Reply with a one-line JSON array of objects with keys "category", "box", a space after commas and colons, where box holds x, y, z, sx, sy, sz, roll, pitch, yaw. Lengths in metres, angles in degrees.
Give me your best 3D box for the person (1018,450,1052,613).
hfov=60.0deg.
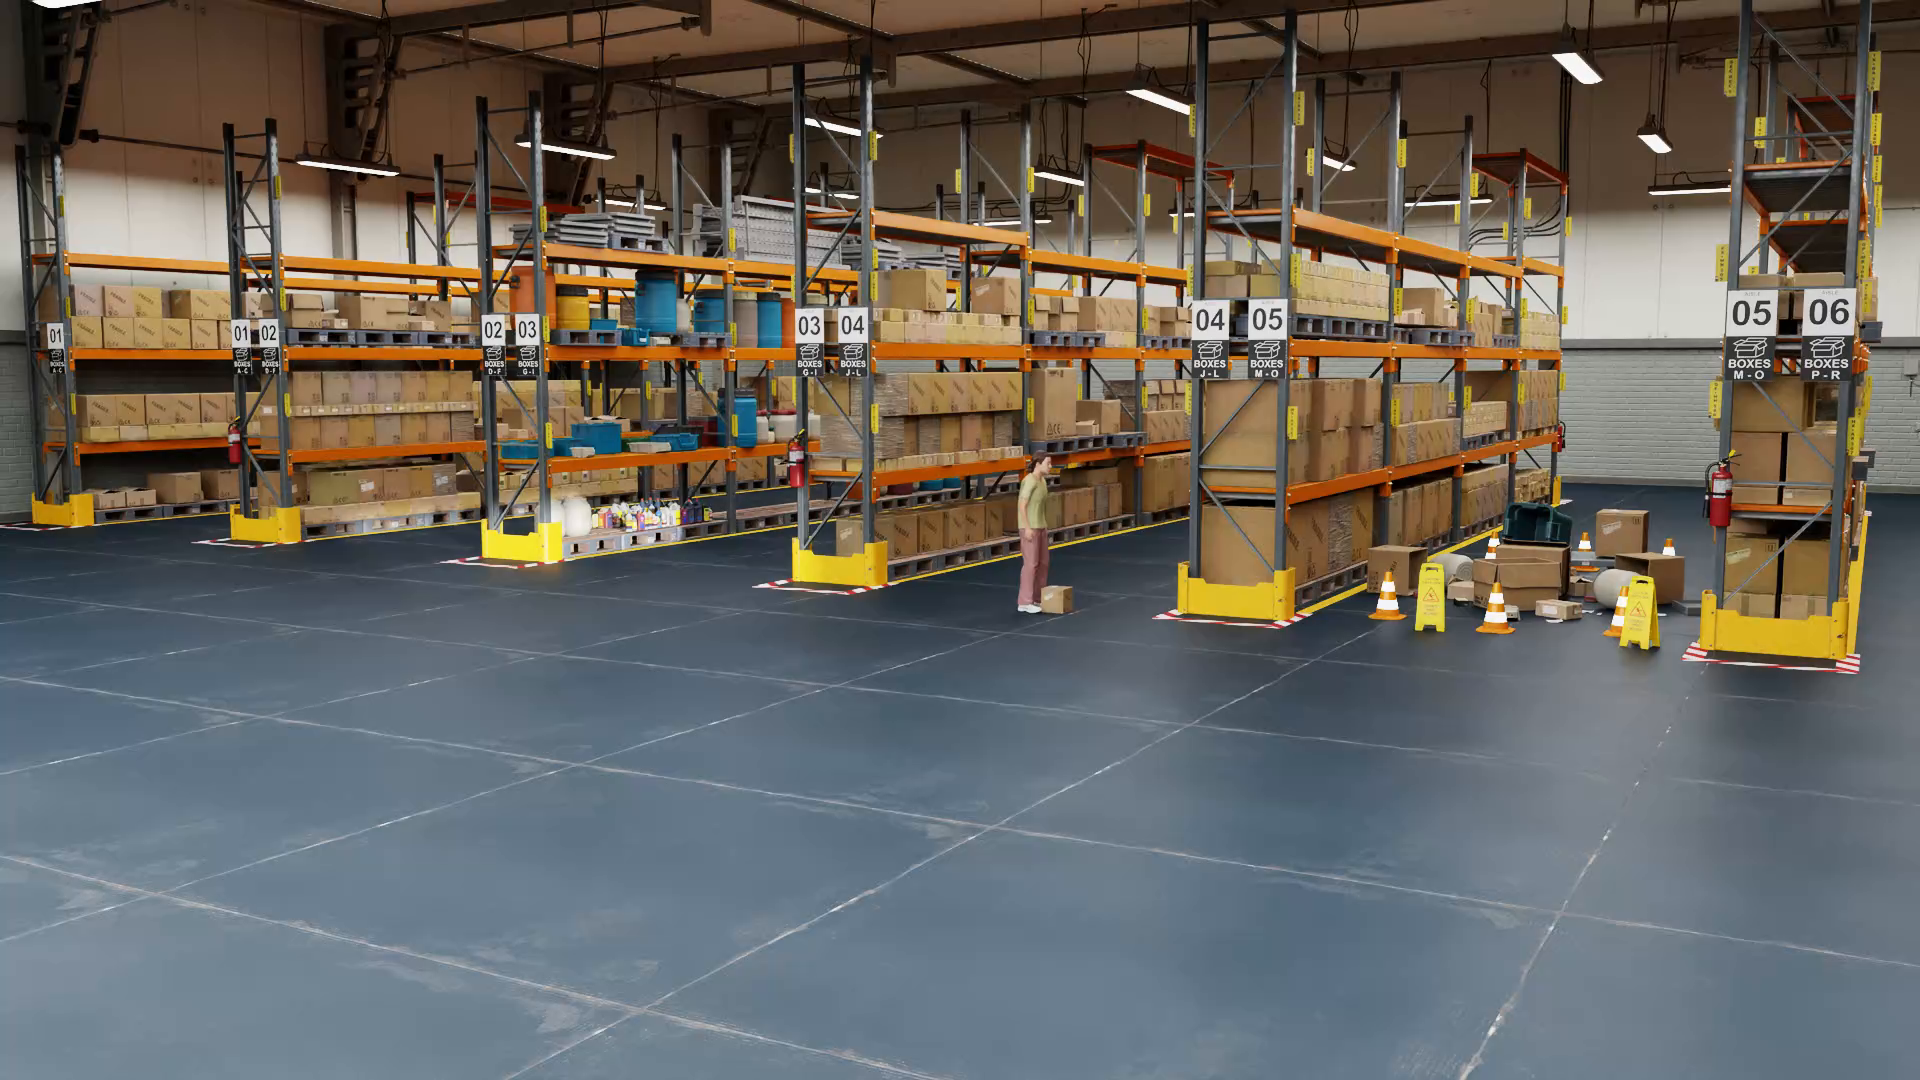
[{"category": "person", "box": [0.792, -0.088, 17.303, 0.358, 1.644, 0.520, 3, 7, 26]}]
